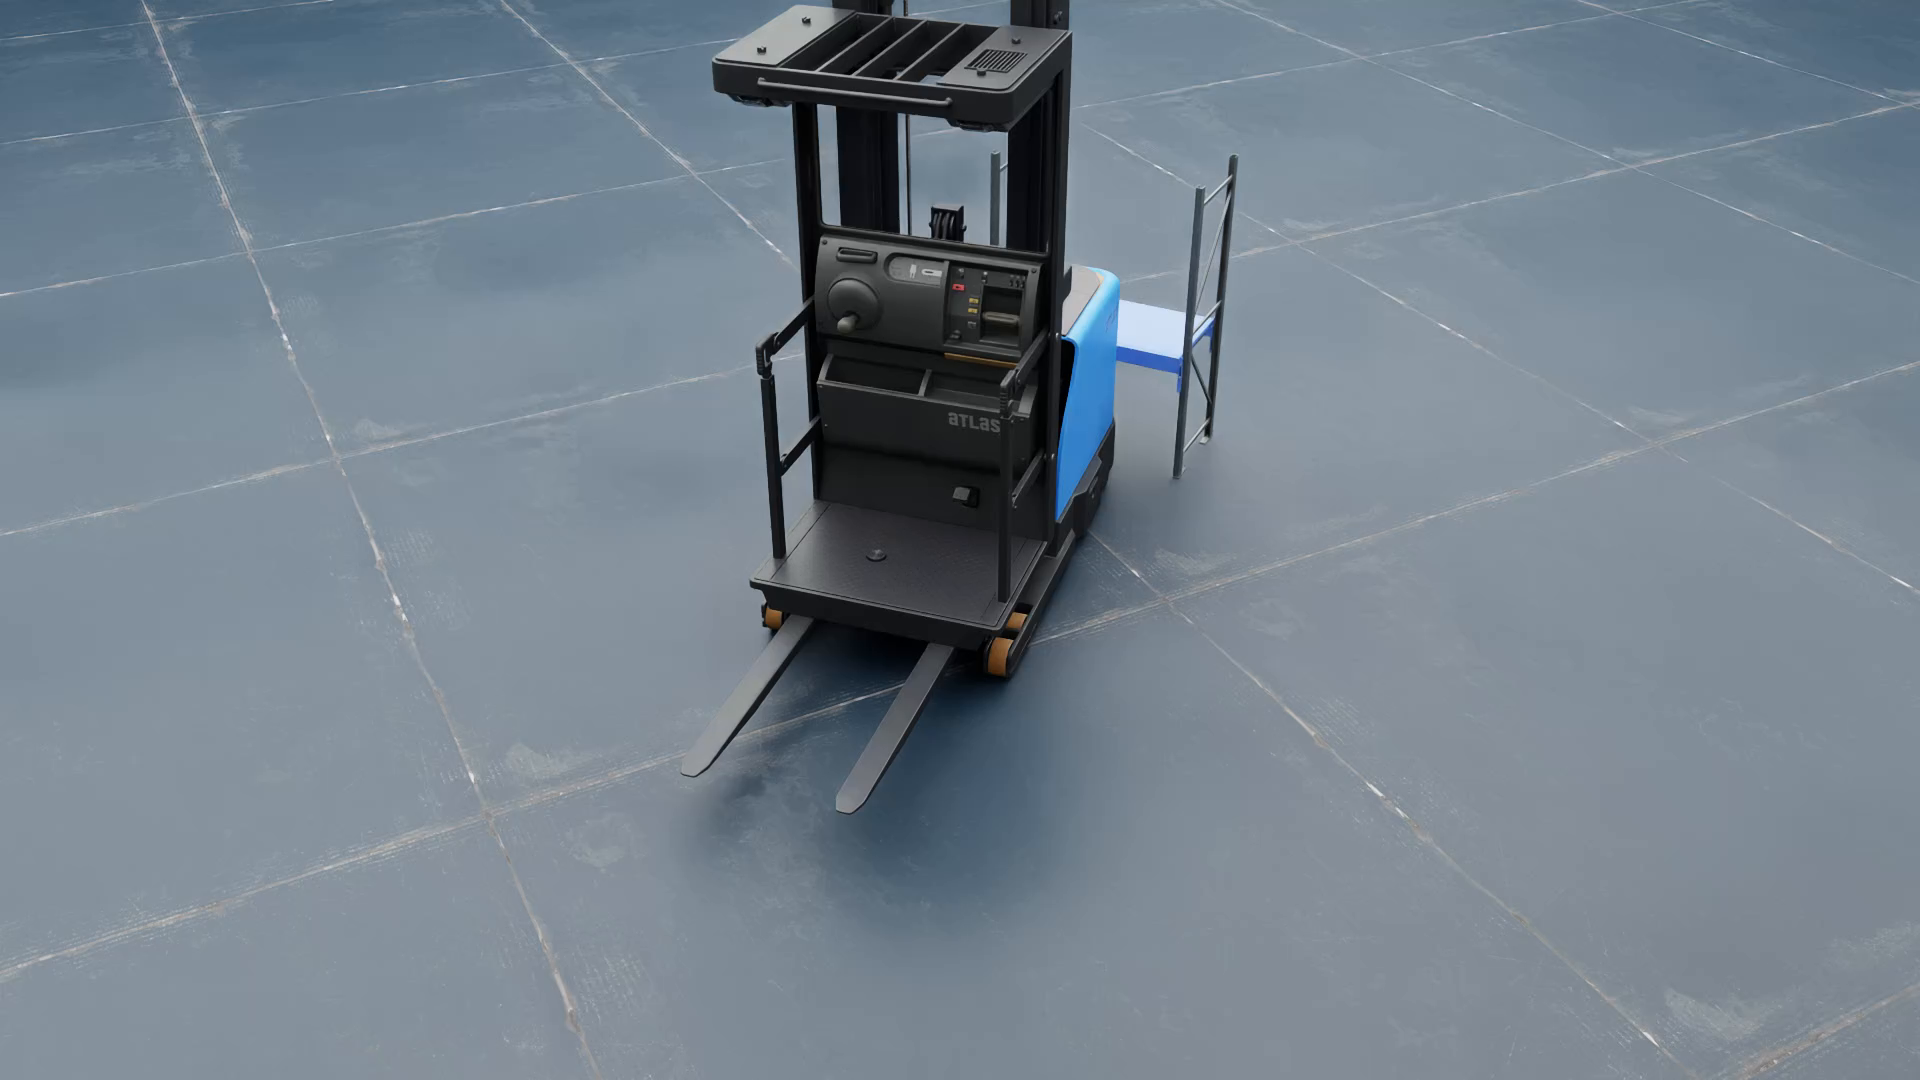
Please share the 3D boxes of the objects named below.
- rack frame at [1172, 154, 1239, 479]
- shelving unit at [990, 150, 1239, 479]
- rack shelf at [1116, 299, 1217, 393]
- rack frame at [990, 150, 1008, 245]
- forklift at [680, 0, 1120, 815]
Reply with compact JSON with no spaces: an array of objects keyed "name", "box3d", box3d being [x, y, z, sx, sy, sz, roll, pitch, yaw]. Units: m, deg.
[{"name":"rack frame","box3d":[1.178,-1.056,8.007,0.032,1.500,0.500,15,36,22]},{"name":"shelving unit","box3d":[0.725,-1.180,8.200,1.048,1.500,0.538,15,36,22]},{"name":"rack shelf","box3d":[0.725,-1.028,8.297,1.000,0.185,0.538,15,36,22]},{"name":"rack frame","box3d":[0.271,-1.304,8.394,0.032,1.500,0.500,15,36,22]},{"name":"forklift","box3d":[-0.204,-0.915,6.461,1.130,2.935,3.031,11,34,16]}]
